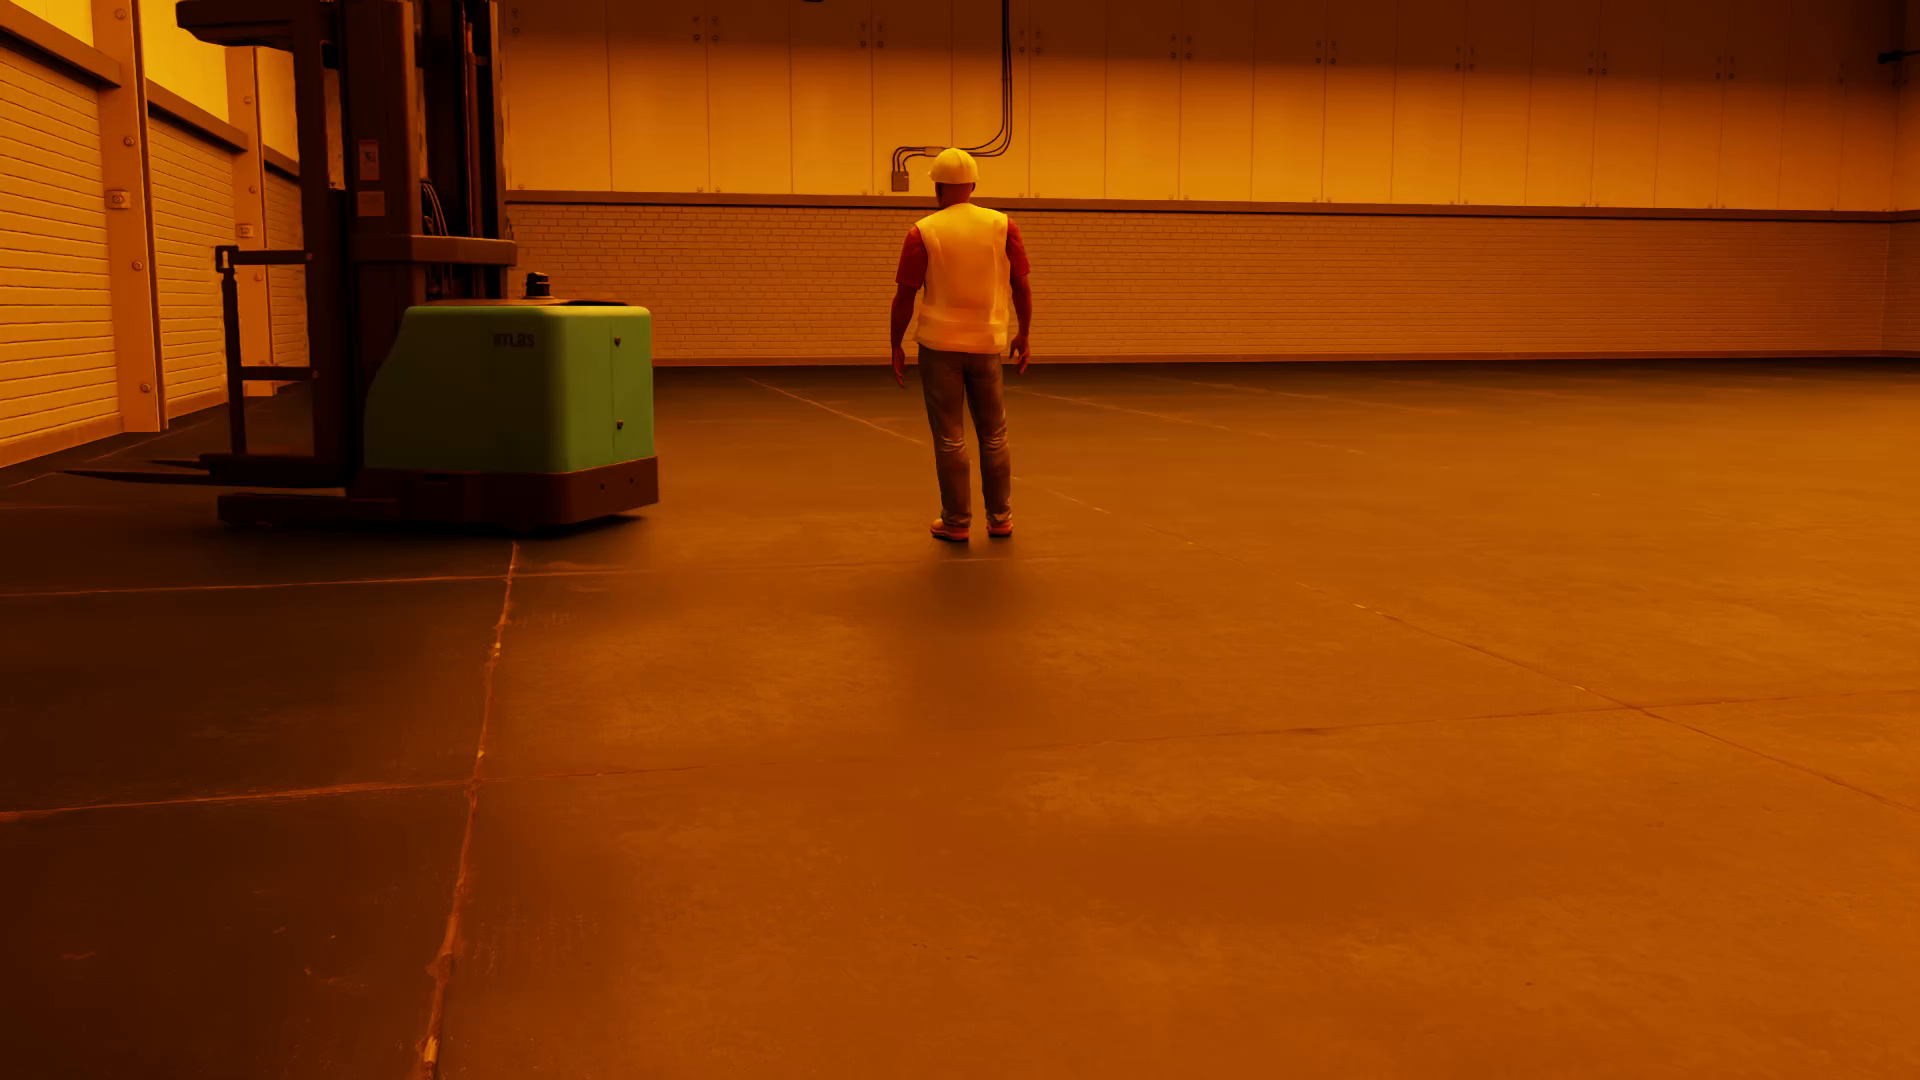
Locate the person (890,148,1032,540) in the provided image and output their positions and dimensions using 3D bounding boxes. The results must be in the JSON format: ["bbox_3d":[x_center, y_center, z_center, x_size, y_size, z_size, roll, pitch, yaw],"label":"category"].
[{"bbox_3d":[-0.010,-0.891,7.652,0.666,1.765,0.577,-2,8,-13],"label":"person"}]

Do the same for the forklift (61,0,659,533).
[{"bbox_3d":[-3.130,-1.573,8.373,3.031,2.935,1.130,2,8,16],"label":"forklift"}]
